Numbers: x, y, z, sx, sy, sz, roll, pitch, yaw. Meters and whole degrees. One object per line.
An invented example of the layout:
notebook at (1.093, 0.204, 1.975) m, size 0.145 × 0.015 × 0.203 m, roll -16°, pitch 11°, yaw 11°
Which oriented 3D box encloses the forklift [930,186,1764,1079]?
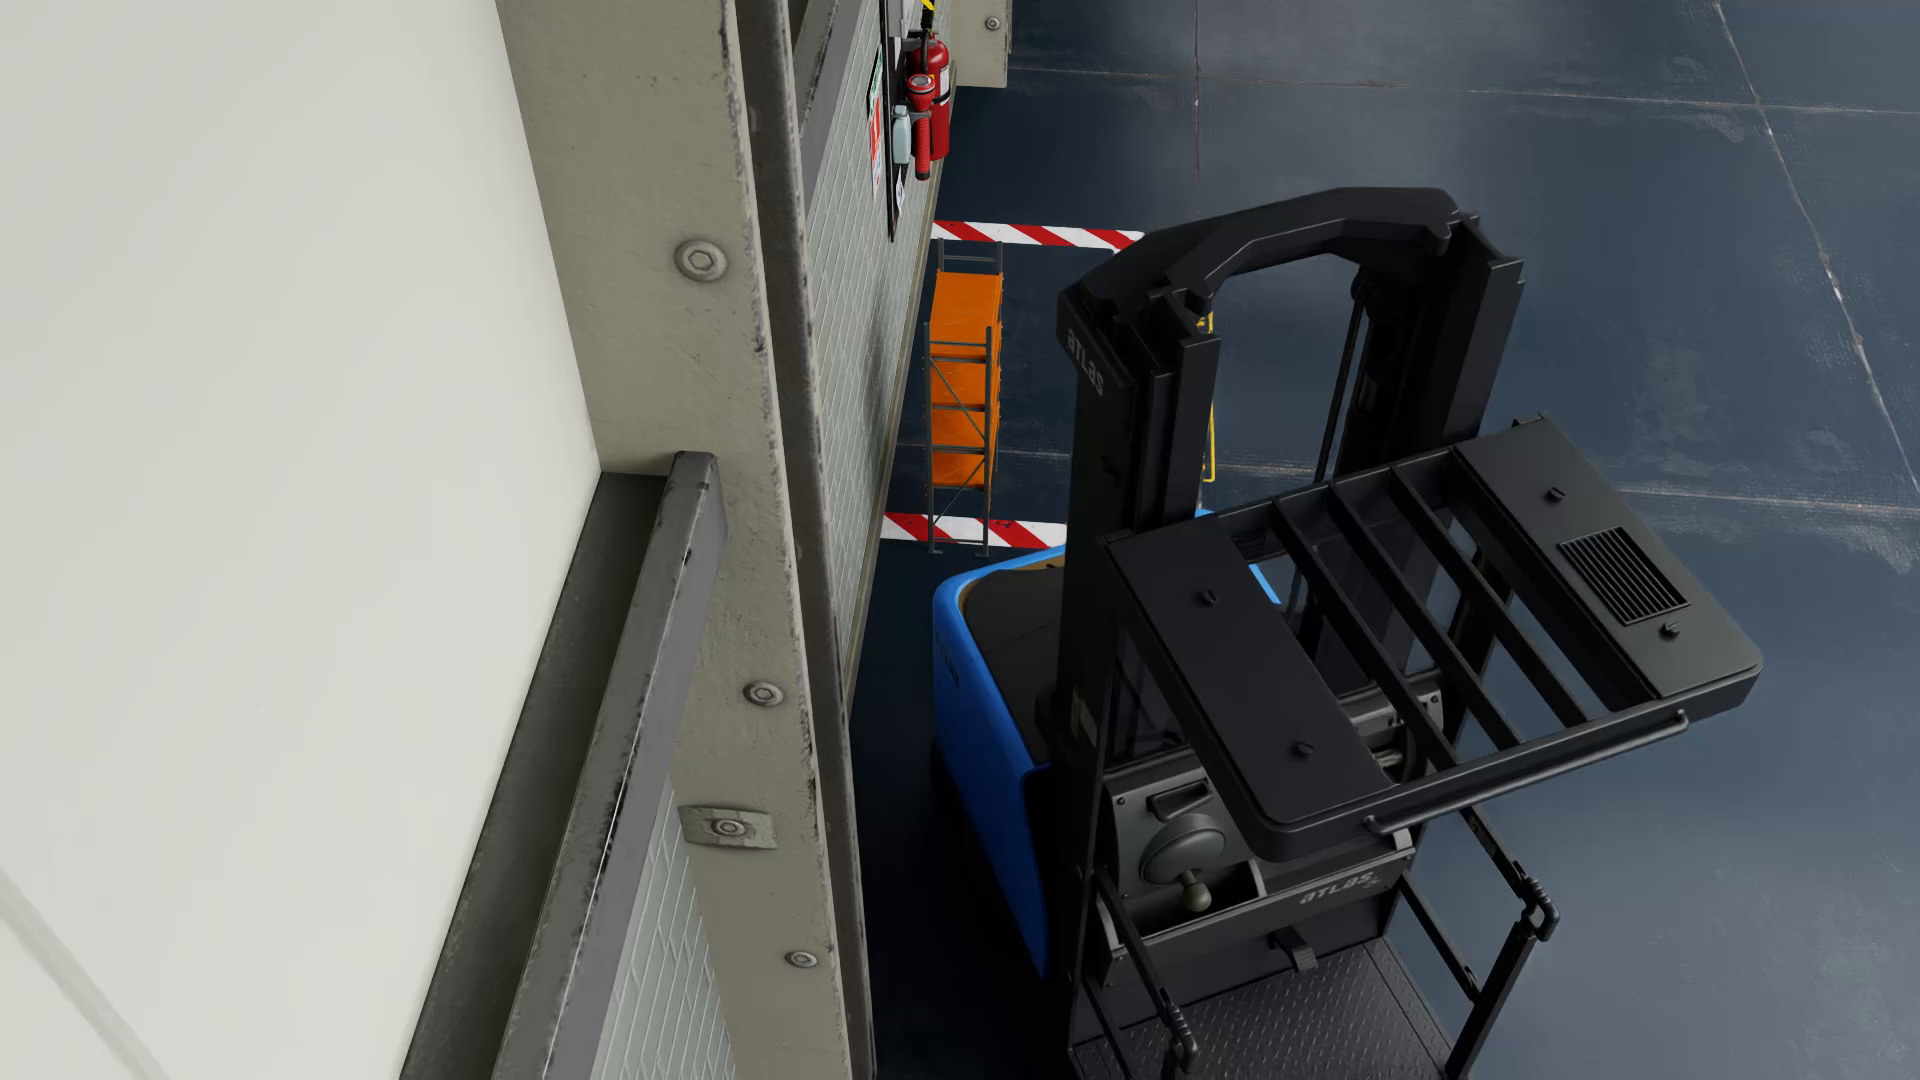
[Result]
forklift at (0.891, 0.758, 4.097) m, size 1.130 × 2.935 × 3.031 m, roll -16°, pitch 49°, yaw -14°

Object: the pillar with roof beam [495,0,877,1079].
pillar with roof beam at (3.854, -0.948, 1.545) m, size 9.100 × 9.000 × 0.400 m, roll 4°, pitch 48°, yaw 4°

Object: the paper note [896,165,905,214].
paper note at (-0.235, -1.386, 6.607) m, size 0.016 × 0.148 × 0.142 m, roll 4°, pitch 48°, yaw 4°

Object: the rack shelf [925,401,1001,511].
rack shelf at (0.015, -0.347, 6.641) m, size 0.258 × 0.148 × 0.480 m, roll 4°, pitch 48°, yaw 4°

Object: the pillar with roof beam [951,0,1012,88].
pillar with roof beam at (4.401, -5.357, 5.577) m, size 9.100 × 9.000 × 0.400 m, roll 4°, pitch 48°, yaw 4°

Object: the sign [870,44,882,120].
sign at (-0.294, -1.603, 5.826) m, size 0.001 × 0.109 × 0.331 m, roll 4°, pitch 48°, yaw 4°

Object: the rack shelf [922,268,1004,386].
rack shelf at (0.015, -0.792, 6.154) m, size 0.258 × 0.148 × 0.480 m, roll 4°, pitch 48°, yaw 4°

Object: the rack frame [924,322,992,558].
rack frame at (-0.007, -0.347, 6.280) m, size 0.240 × 1.200 × 0.015 m, roll 4°, pitch 48°, yaw 4°

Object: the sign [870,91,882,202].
sign at (-0.303, -1.421, 6.019) m, size 0.001 × 0.329 × 0.234 m, roll 4°, pitch 48°, yaw 4°

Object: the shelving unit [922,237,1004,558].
shelving unit at (0.015, -0.527, 6.444) m, size 0.258 × 1.200 × 0.503 m, roll 4°, pitch 48°, yaw 4°

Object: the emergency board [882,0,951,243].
emergency board at (-0.150, -1.808, 6.397) m, size 0.194 × 1.169 × 0.643 m, roll 4°, pitch 48°, yaw 4°

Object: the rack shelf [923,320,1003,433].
rack shelf at (0.015, -0.632, 6.329) m, size 0.258 × 0.148 × 0.480 m, roll 4°, pitch 48°, yaw 4°

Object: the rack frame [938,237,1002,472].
rack frame at (0.037, -0.706, 6.608) m, size 0.240 × 1.200 × 0.015 m, roll 4°, pitch 48°, yaw 4°

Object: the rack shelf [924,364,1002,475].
rack shelf at (0.015, -0.481, 6.494) m, size 0.258 × 0.148 × 0.480 m, roll 4°, pitch 48°, yaw 4°
